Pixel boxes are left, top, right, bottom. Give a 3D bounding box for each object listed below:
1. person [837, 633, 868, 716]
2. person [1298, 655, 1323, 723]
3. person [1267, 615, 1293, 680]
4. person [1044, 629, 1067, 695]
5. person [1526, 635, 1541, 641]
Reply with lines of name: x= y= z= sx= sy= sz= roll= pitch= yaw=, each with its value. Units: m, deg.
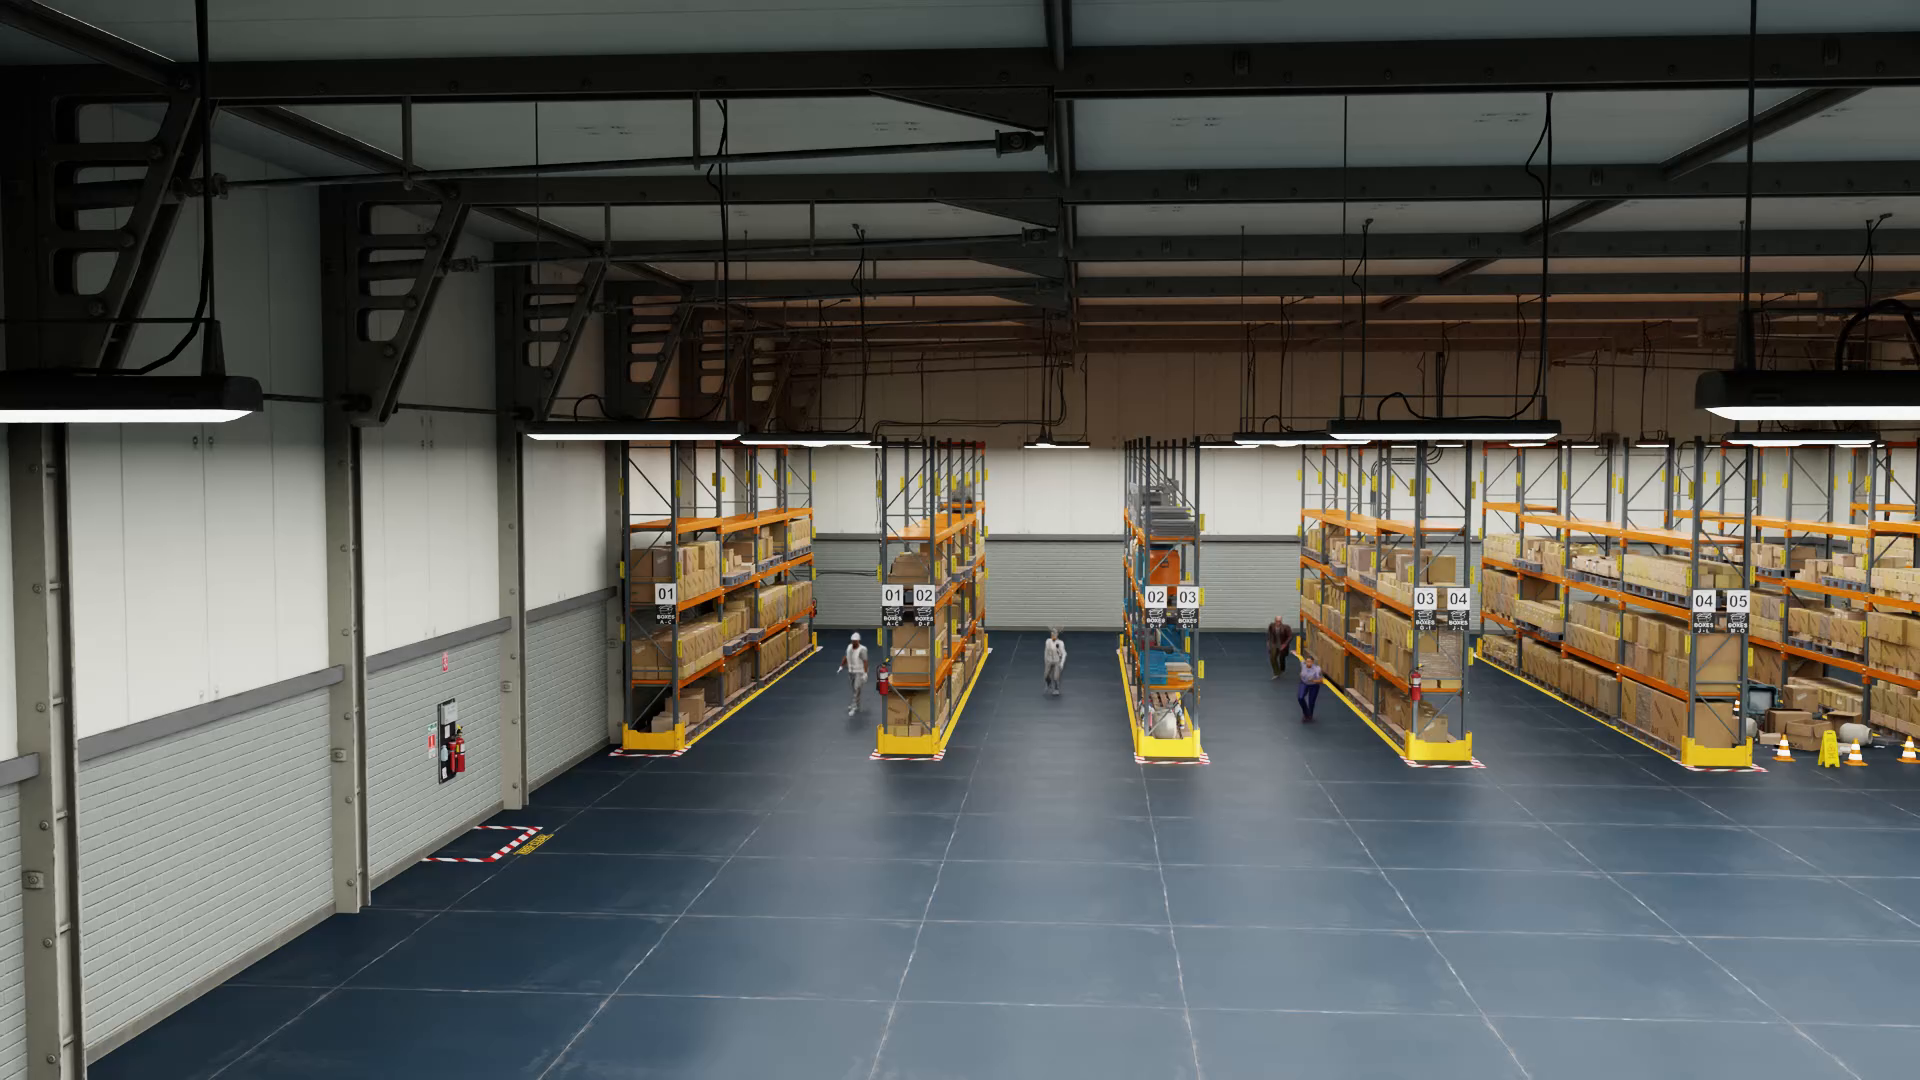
person: x=-2.325 y=2.905 z=36.343 sx=0.757 sy=1.772 sz=0.768 roll=3 pitch=4 yaw=39
person: x=7.394 y=3.105 z=35.033 sx=0.574 sy=1.439 sz=1.080 roll=1 pitch=3 yaw=20
person: x=8.064 y=2.664 z=41.746 sx=0.708 sy=1.631 sz=1.098 roll=1 pitch=3 yaw=24
person: x=2.208 y=2.846 z=38.804 sx=0.602 sy=1.570 sz=0.608 roll=1 pitch=3 yaw=18
person: x=16.262 y=2.404 z=47.038 sx=0.570 sy=1.606 sz=0.641 roll=-2 pitch=4 yaw=-34
